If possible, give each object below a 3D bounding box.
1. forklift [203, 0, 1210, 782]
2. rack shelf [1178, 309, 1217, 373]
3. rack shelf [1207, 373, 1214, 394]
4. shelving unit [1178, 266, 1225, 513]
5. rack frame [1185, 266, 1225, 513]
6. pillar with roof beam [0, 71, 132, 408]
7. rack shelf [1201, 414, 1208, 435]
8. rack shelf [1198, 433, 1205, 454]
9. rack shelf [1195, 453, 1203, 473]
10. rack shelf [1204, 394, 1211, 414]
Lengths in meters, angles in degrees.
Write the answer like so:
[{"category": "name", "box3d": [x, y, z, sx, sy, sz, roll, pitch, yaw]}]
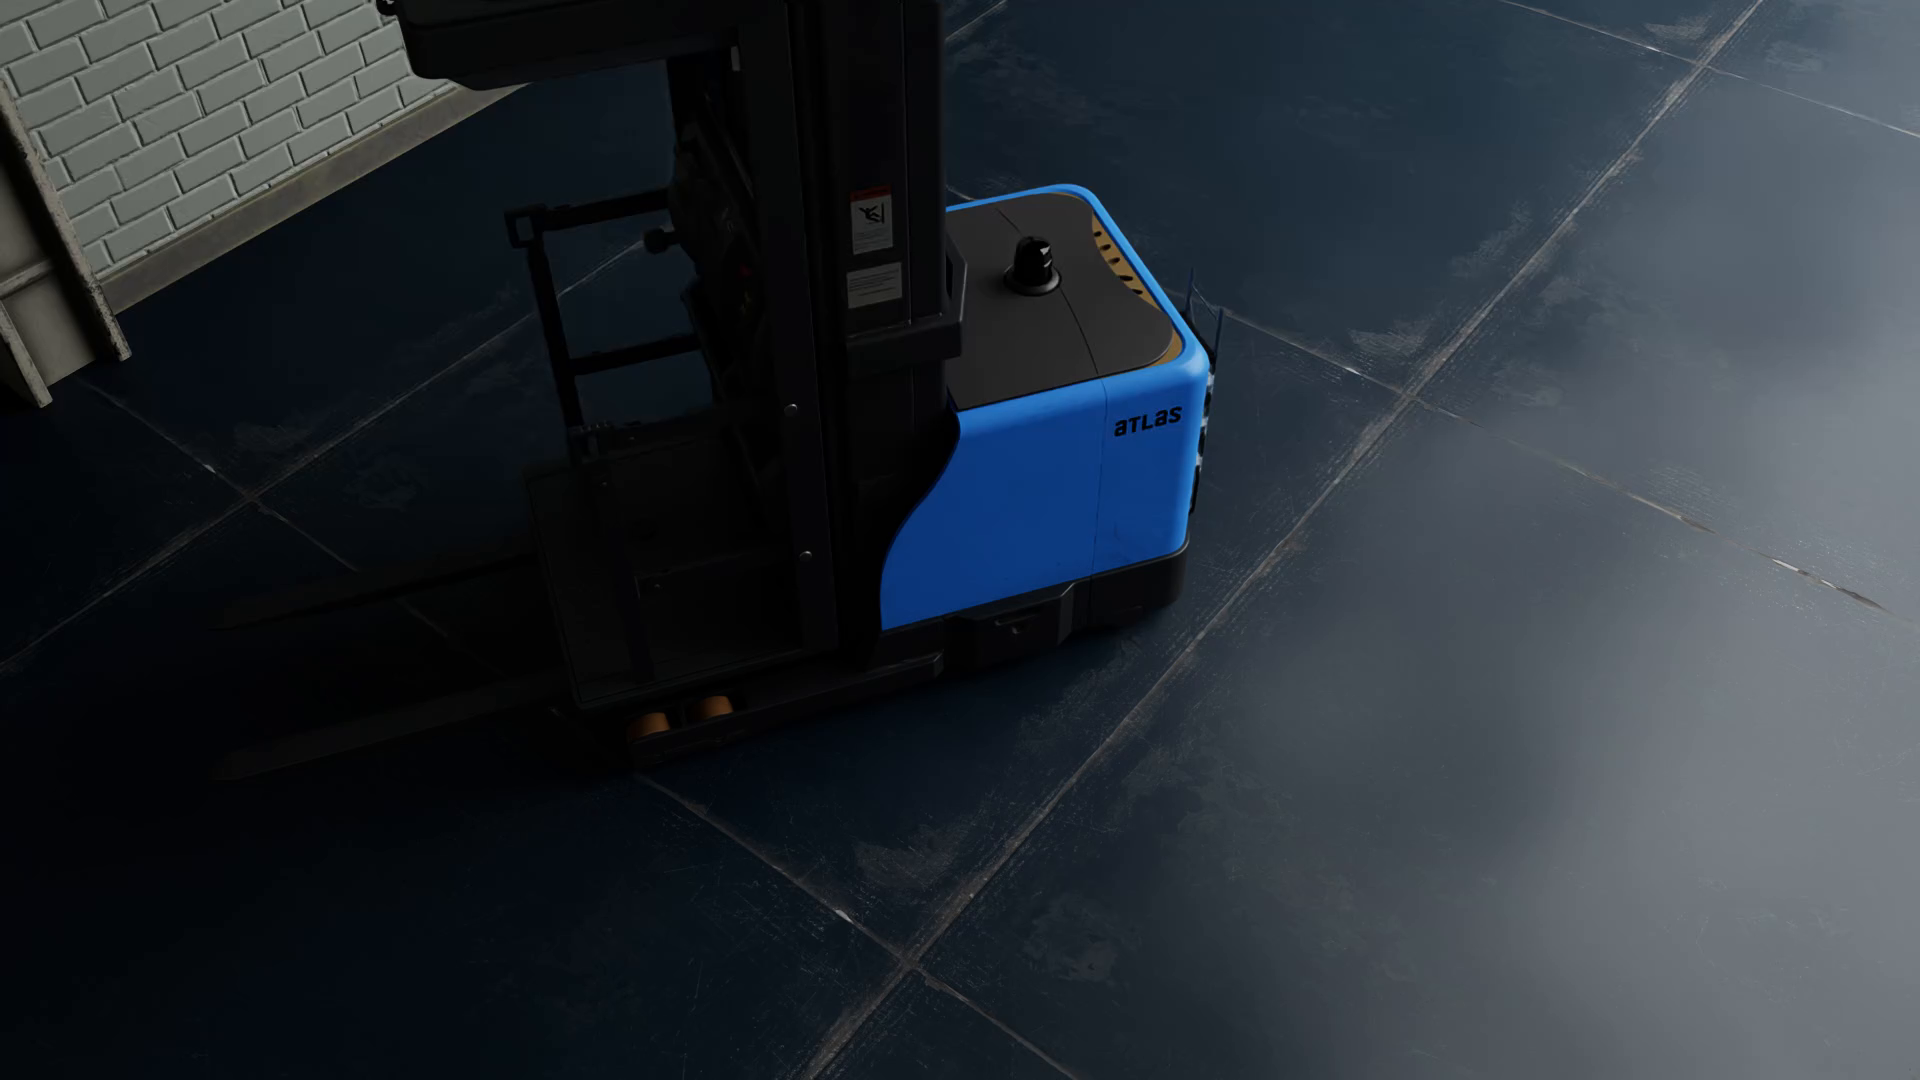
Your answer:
[{"category": "forklift", "box3d": [-0.836, -0.759, 4.448, 3.031, 2.935, 1.130, -14, 48, -13]}, {"category": "rack shelf", "box3d": [0.687, -0.626, 5.398, 0.200, 0.077, 0.258, -14, 48, -13]}, {"category": "rack shelf", "box3d": [0.687, -0.564, 5.464, 0.200, 0.077, 0.258, -14, 48, -13]}, {"category": "shelving unit", "box3d": [0.687, -0.463, 5.570, 0.210, 0.900, 0.258, -14, 48, -13]}, {"category": "rack frame", "box3d": [0.783, -0.487, 5.593, 0.006, 0.900, 0.240, -14, 48, -13]}, {"category": "pillar with roof beam", "box3d": [-0.037, -1.877, 1.320, 9.100, 9.000, 0.400, 29, 53, 25]}, {"category": "rack shelf", "box3d": [0.687, -0.440, 5.594, 0.200, 0.077, 0.258, -14, 48, -13]}, {"category": "rack shelf", "box3d": [0.687, -0.377, 5.659, 0.200, 0.077, 0.258, -14, 48, -13]}, {"category": "rack shelf", "box3d": [0.687, -0.315, 5.724, 0.200, 0.077, 0.258, -14, 48, -13]}, {"category": "rack shelf", "box3d": [0.687, -0.502, 5.529, 0.200, 0.077, 0.258, -14, 48, -13]}]
